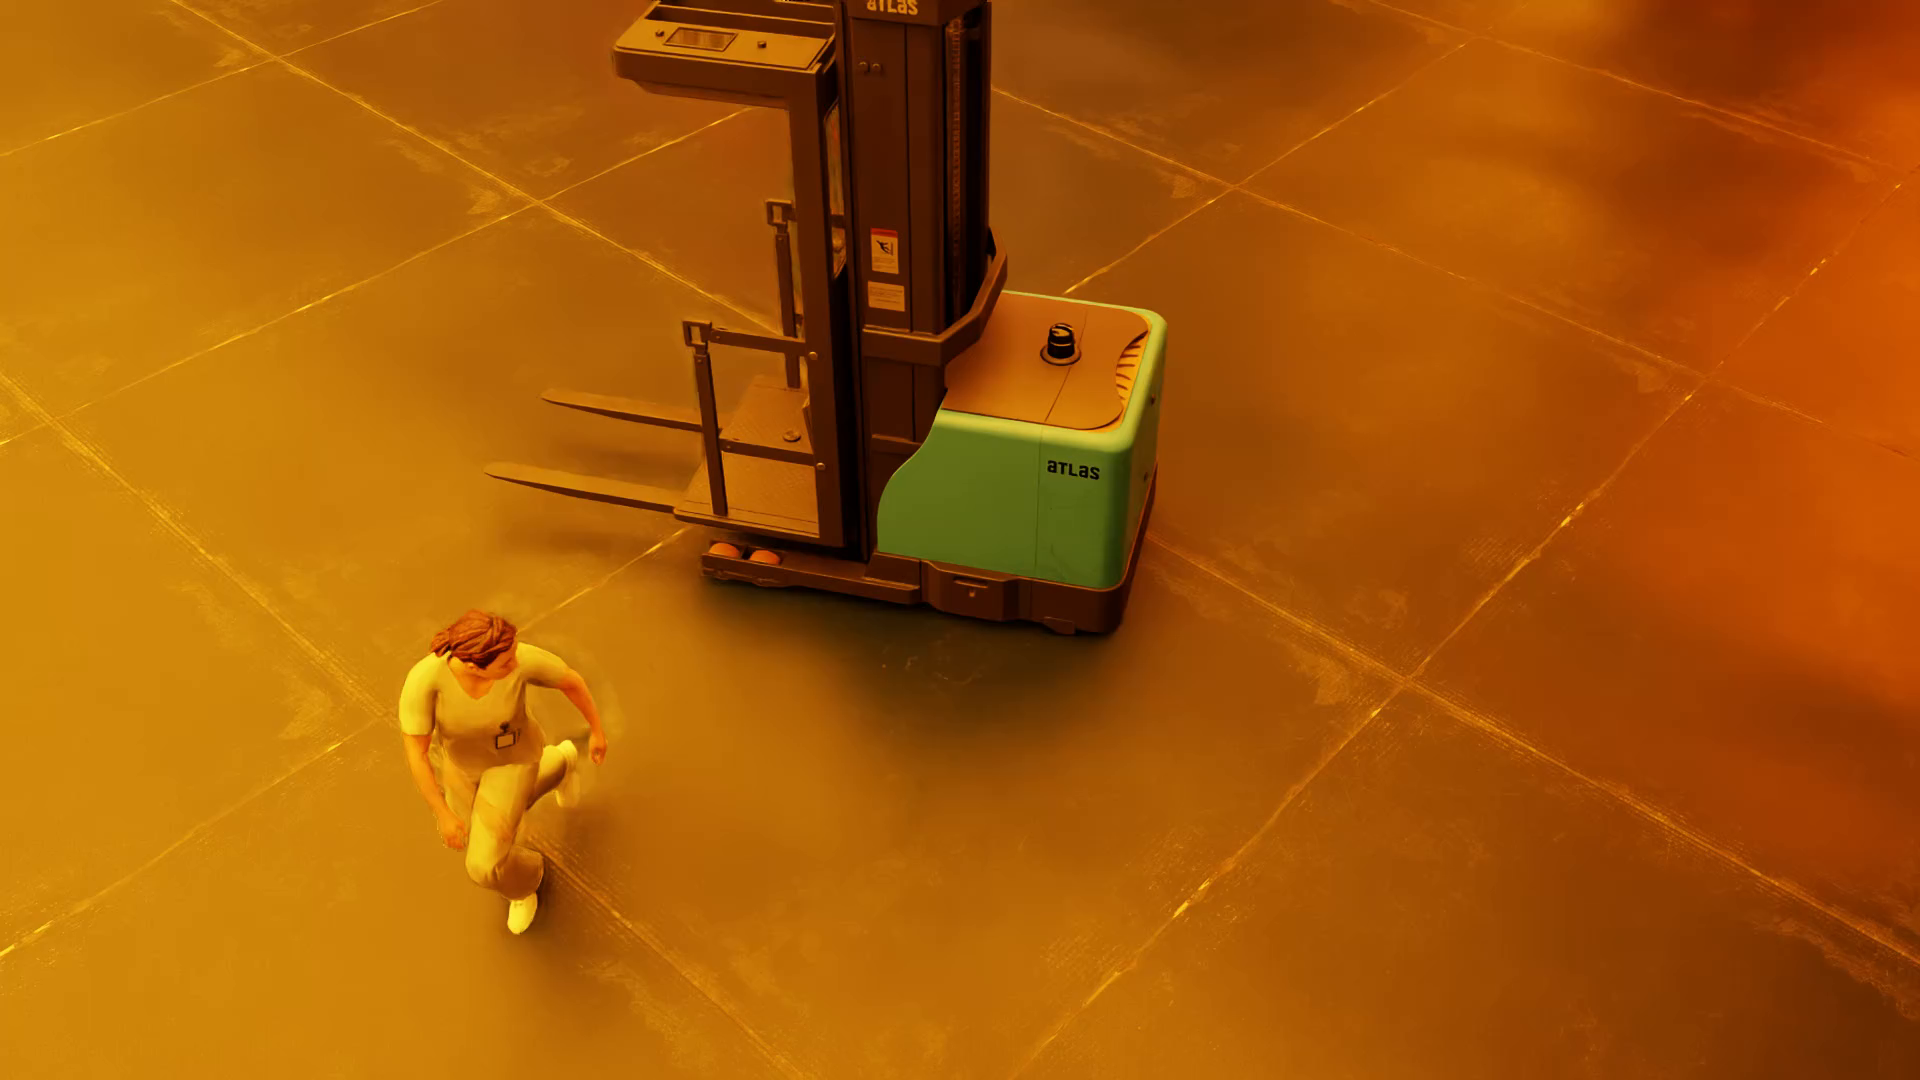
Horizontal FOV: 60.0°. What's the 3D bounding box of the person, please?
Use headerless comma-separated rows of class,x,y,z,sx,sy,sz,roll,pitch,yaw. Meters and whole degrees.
person,-1.540,0.705,5.773,0.569,1.459,0.776,4,41,5

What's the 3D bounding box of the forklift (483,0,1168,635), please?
forklift,-0.664,-1.224,6.855,3.031,2.935,1.130,10,42,11
